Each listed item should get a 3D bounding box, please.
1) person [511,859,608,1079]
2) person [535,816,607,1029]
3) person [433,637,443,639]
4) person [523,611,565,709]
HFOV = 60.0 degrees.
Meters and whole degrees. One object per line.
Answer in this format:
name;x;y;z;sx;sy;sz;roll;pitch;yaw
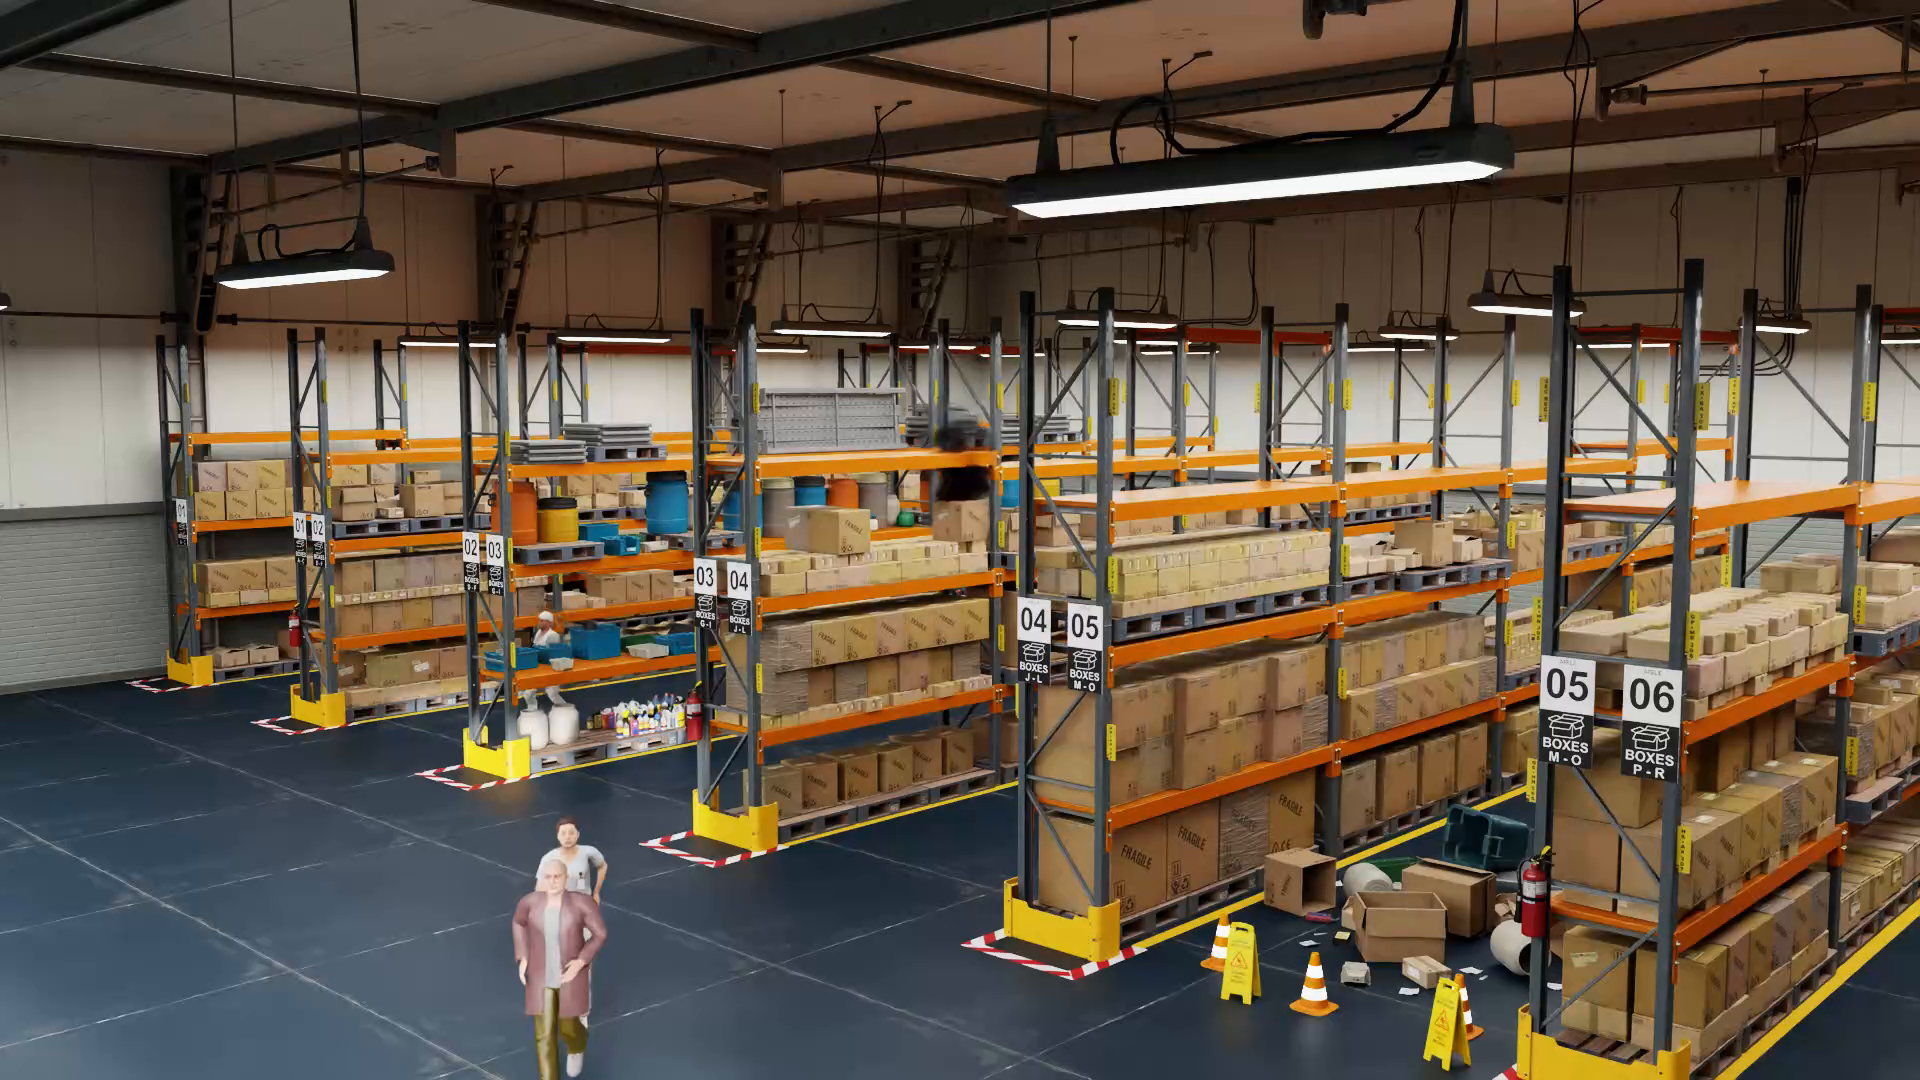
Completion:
person;-2.887;3.151;11.960;0.714;1.764;1.000;0;5;-3
person;-3.138;3.074;13.444;0.551;1.726;0.784;-1;5;-7
person;-9.012;1.667;28.673;0.603;1.617;0.551;4;7;38
person;-6.136;1.968;24.560;0.643;1.846;0.774;4;7;36
